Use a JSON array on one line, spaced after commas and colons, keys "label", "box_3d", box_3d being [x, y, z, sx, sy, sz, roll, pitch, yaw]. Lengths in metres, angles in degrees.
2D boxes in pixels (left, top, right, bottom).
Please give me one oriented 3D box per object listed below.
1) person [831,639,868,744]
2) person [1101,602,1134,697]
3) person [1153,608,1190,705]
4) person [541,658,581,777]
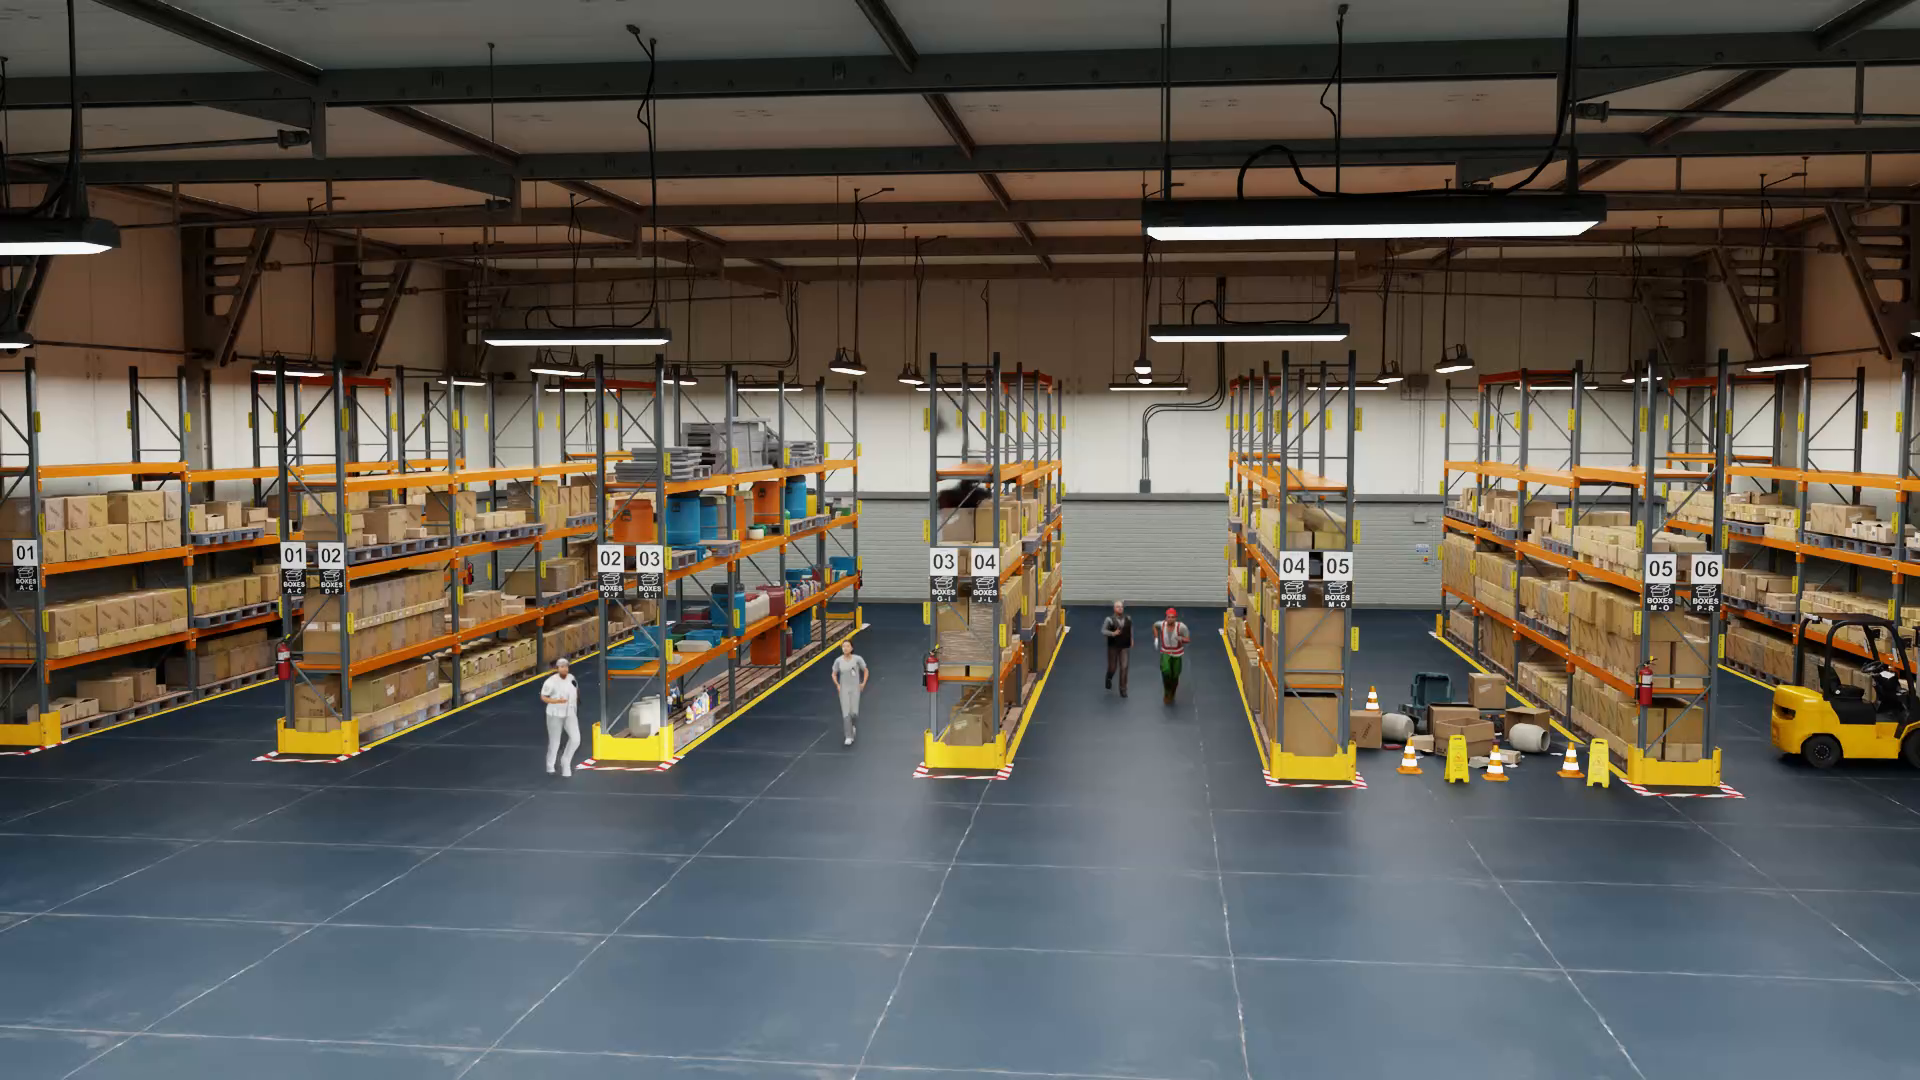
[{"label": "person", "box_3d": [-1.725, 2.361, 25.926, 0.571, 1.633, 0.532, 0, 4, 2]}, {"label": "person", "box_3d": [2.890, 1.975, 30.435, 0.675, 1.709, 0.906, -1, 4, -11]}, {"label": "person", "box_3d": [3.730, 2.043, 29.375, 0.644, 1.719, 0.921, 1, 4, 7]}, {"label": "person", "box_3d": [-5.639, 2.522, 23.549, 0.630, 1.708, 0.641, -3, 5, -37]}]
